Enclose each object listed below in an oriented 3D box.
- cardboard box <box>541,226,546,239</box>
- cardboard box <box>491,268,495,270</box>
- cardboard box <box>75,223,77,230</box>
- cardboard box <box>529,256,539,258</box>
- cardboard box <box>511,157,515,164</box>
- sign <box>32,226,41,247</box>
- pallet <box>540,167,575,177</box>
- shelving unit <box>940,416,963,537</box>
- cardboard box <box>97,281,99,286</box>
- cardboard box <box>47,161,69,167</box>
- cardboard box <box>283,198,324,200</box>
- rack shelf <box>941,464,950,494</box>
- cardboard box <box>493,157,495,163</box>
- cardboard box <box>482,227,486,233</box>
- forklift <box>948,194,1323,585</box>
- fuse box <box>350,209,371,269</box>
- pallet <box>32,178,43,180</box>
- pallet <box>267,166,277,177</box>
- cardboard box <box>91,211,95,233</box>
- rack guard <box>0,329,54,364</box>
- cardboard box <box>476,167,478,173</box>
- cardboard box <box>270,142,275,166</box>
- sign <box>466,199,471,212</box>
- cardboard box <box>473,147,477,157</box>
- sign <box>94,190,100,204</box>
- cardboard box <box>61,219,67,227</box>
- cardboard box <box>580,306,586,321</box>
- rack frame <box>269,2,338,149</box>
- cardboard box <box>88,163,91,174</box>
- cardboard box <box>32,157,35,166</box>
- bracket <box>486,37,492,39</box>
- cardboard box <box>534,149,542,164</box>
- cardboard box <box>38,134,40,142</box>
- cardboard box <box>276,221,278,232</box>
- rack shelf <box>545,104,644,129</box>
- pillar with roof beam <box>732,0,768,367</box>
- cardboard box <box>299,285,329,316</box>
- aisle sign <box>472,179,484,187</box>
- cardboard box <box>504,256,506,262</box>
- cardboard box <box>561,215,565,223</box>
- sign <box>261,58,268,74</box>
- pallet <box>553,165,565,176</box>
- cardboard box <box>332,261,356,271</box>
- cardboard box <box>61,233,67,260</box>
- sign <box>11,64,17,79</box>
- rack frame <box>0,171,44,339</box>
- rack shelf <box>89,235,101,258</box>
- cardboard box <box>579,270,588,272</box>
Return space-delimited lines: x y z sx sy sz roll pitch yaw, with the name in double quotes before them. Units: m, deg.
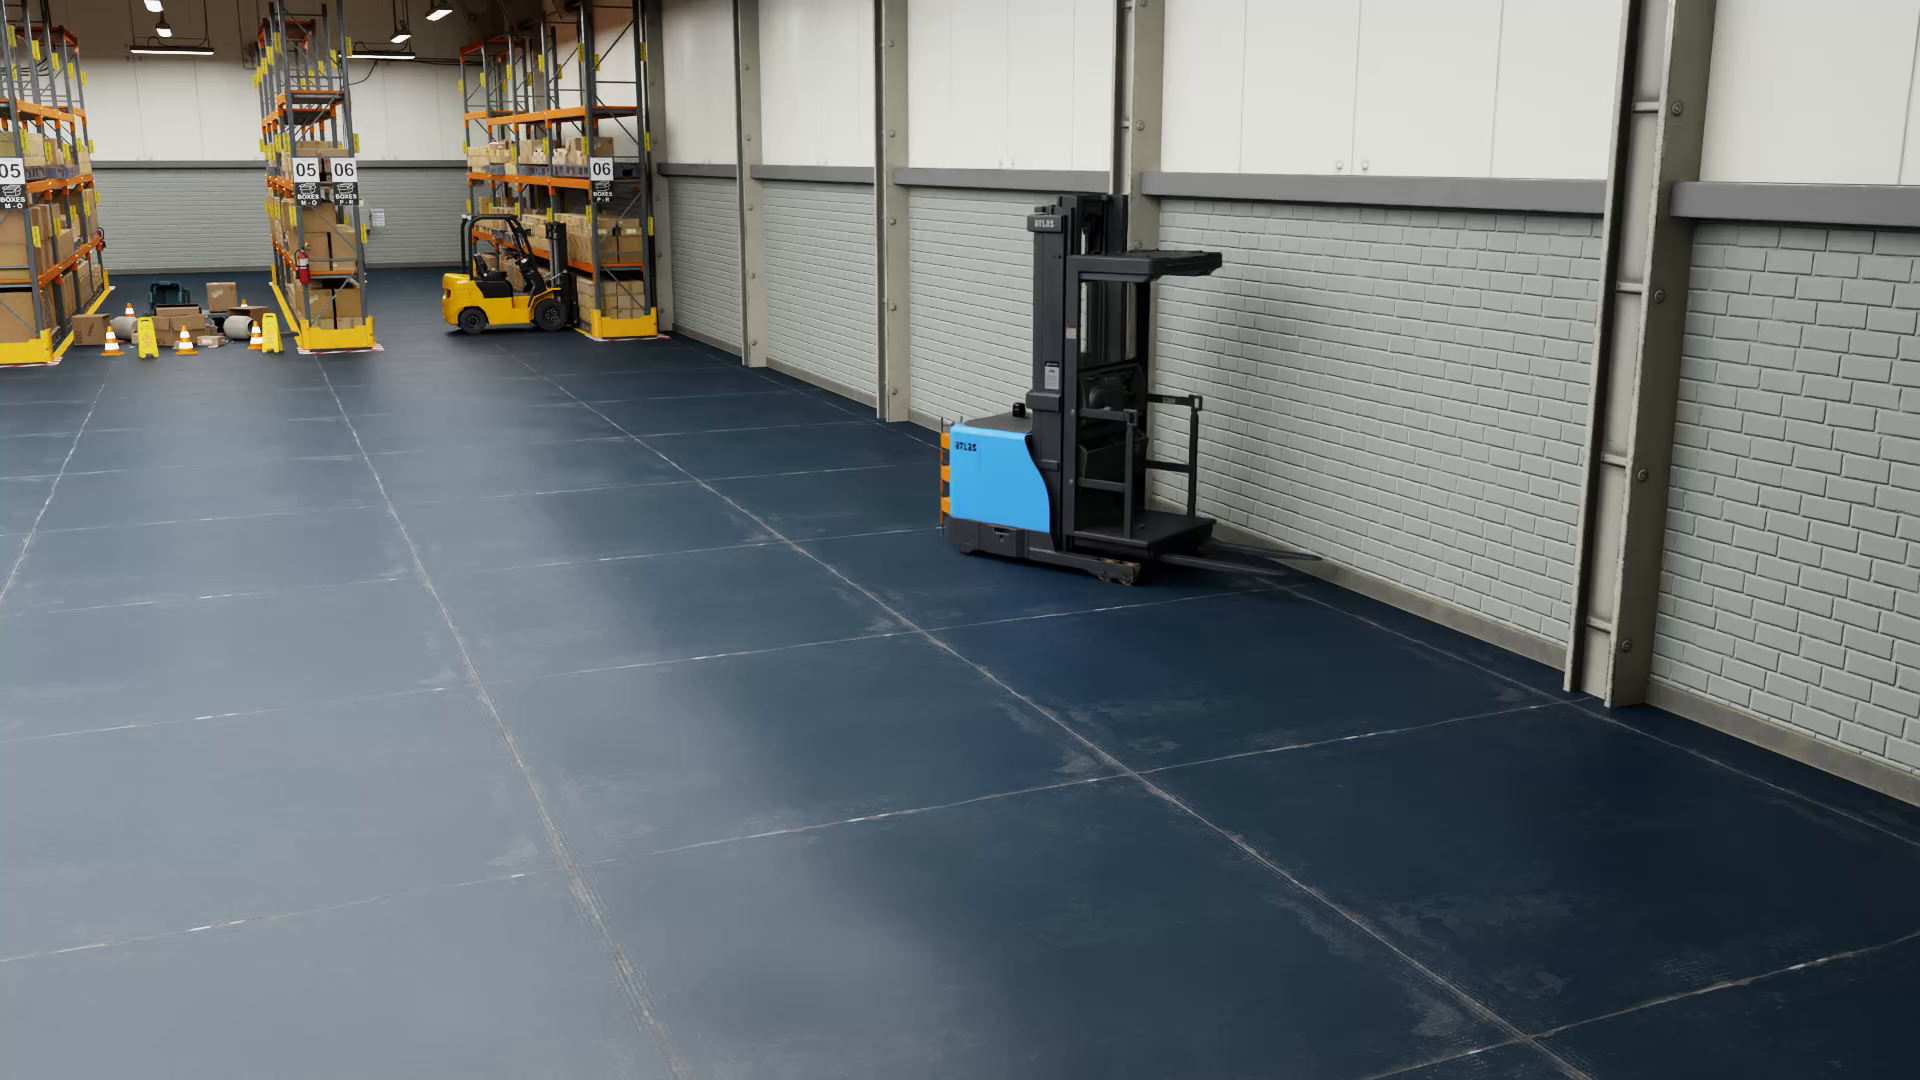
"cardboard box" -8.433 -6.419 34.677 0.500 0.250 0.500 -6 14 -24
"cardboard box" -11.630 -6.753 42.026 0.396 0.266 0.258 -5 14 -21
"cardboard box" -19.379 -6.801 36.070 0.380 0.149 0.250 -6 14 -25
"cardboard box" -10.179 -6.755 40.077 0.380 0.149 0.250 -5 14 -21
"cardboard box" -10.062 -8.685 38.037 0.380 0.149 0.250 -6 14 -23
"sign" -14.718 -4.831 26.494 0.100 0.325 0.005 -6 14 -23
"pallet" -8.155 -7.614 34.388 0.805 0.209 1.217 -6 14 -25
"shelving unit" -0.021 -0.523 14.299 0.215 1.050 0.252 -6 14 -23
"cardboard box" -20.652 -6.091 39.427 0.380 0.149 0.250 -5 14 -22
"cardboard box" -18.419 -7.626 33.794 0.500 0.500 0.500 -6 14 -23
"cardboard box" -12.174 -6.079 30.882 0.700 0.500 0.500 -6 14 -23
"rack shelf" -0.021 -0.512 14.302 0.215 0.259 0.240 -6 14 -23
"cardboard box" -10.828 -9.001 39.362 0.380 0.149 0.250 -6 14 -24
"cardboard box" -12.122 -8.006 42.865 0.380 0.149 0.250 -5 14 -22
"forklift" 1.382 -1.215 13.121 3.031 2.935 1.130 10 16 36
"fuse box" -17.440 -8.790 48.553 0.539 1.711 0.414 -6 14 -23
"pallet" -17.244 -6.701 30.442 0.805 0.209 1.217 -6 14 -25
"pallet" -14.245 -7.940 35.789 1.213 0.211 1.003 -5 14 -20
"cardboard box" -20.619 -7.436 38.966 0.500 0.500 0.500 -5 14 -20
"rack guard" -15.219 -3.099 26.649 1.175 0.500 0.348 -6 14 -23
"cardboard box" -12.157 -9.471 42.542 0.380 0.149 0.250 -6 14 -23
"cardboard box" -14.509 -8.344 35.965 0.700 0.500 0.500 -6 15 -26
"sign" -13.094 -8.917 44.324 0.100 0.325 0.005 -6 14 -23
"cardboard box" -12.249 -9.997 42.824 0.500 0.250 0.500 -6 14 -24
"sign" -21.122 -8.391 40.704 0.100 0.325 0.005 -6 14 -23
"cardboard box" -18.443 -6.460 33.936 0.380 0.149 0.250 -6 14 -23
"cardboard box" -6.856 -4.276 31.358 0.500 0.250 0.500 -6 14 -23
"rack frame" -12.336 -8.538 31.305 1.000 3.000 0.127 -6 14 -23
"cardboard box" -21.003 -8.840 39.595 0.500 0.250 0.500 -6 14 -23
"cardboard box" -15.578 -6.274 27.578 0.380 0.149 0.250 -6 14 -23
"bracket" -13.010 -13.741 45.801 0.235 0.232 0.430 -6 14 -23
"cardboard box" -8.610 -8.022 34.771 0.500 0.311 0.500 -6 14 -25
"cardboard box" -16.192 -6.978 28.849 0.380 0.149 0.250 -6 14 -23
"cardboard box" -15.006 -7.007 37.215 0.500 0.250 0.500 -6 14 -25
"rack shelf" -6.989 -8.029 31.586 1.077 0.370 4.000 -6 14 -23
"pillar with roof beam" -7.182 -6.758 23.612 9.100 9.000 0.400 -6 14 -23
"cardboard box" -11.506 -4.269 29.667 0.500 0.500 0.500 -5 14 -21
"aisle sign" -12.893 -9.798 44.287 0.394 0.787 0.004 -6 14 -23
"cardboard box" -10.913 -6.872 40.584 0.380 0.149 0.250 -6 14 -25
"cardboard box" -7.627 -6.322 32.711 0.380 0.149 0.250 -5 14 -22
"sign" -14.446 -9.846 34.533 0.100 0.325 0.005 -6 14 -23
"pallet" -7.424 -7.309 32.842 1.003 0.211 1.213 -6 14 -23
"cardboard box" -10.680 -4.756 28.823 0.380 0.149 0.250 -6 14 -23
"cardboard box" -17.196 -5.537 31.420 0.500 0.500 0.500 -6 14 -23
"sign" -20.541 -10.172 36.115 0.100 0.325 0.005 -6 14 -23
"rack frame" -15.229 -4.321 26.389 1.000 3.000 0.127 -6 14 -23
"rack shelf" -20.837 -6.863 38.967 1.077 0.370 4.000 -6 14 -23
"cardboard box" -7.415 -5.333 33.708 0.500 0.250 0.500 -5 14 -22
